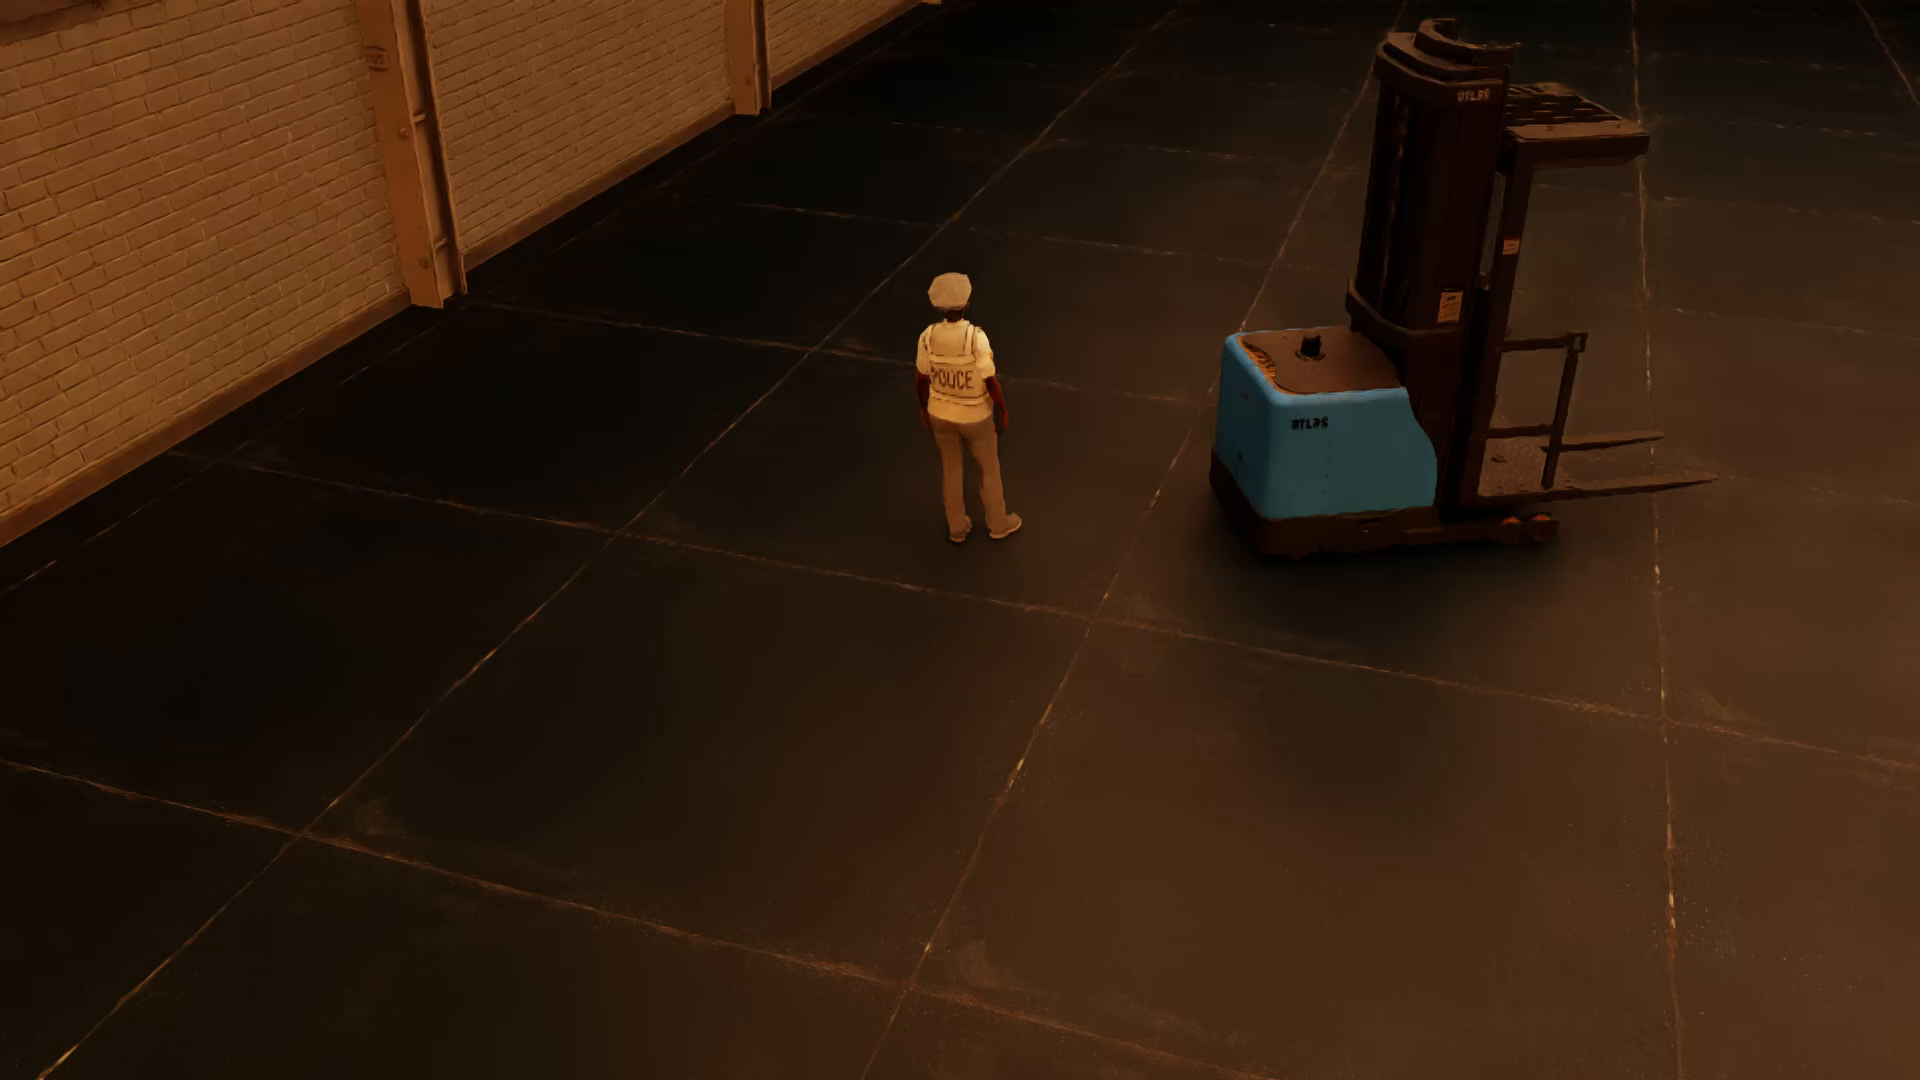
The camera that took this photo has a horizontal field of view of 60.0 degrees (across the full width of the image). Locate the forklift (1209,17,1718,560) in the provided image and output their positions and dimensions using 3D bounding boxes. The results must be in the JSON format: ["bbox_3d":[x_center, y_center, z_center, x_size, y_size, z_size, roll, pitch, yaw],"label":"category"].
[{"bbox_3d":[3.155,-1.496,9.760,3.031,2.935,1.130,-5,30,-9],"label":"forklift"}]

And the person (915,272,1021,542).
[{"bbox_3d":[0.043,-0.774,9.729,0.570,1.693,0.529,10,31,16],"label":"person"}]
